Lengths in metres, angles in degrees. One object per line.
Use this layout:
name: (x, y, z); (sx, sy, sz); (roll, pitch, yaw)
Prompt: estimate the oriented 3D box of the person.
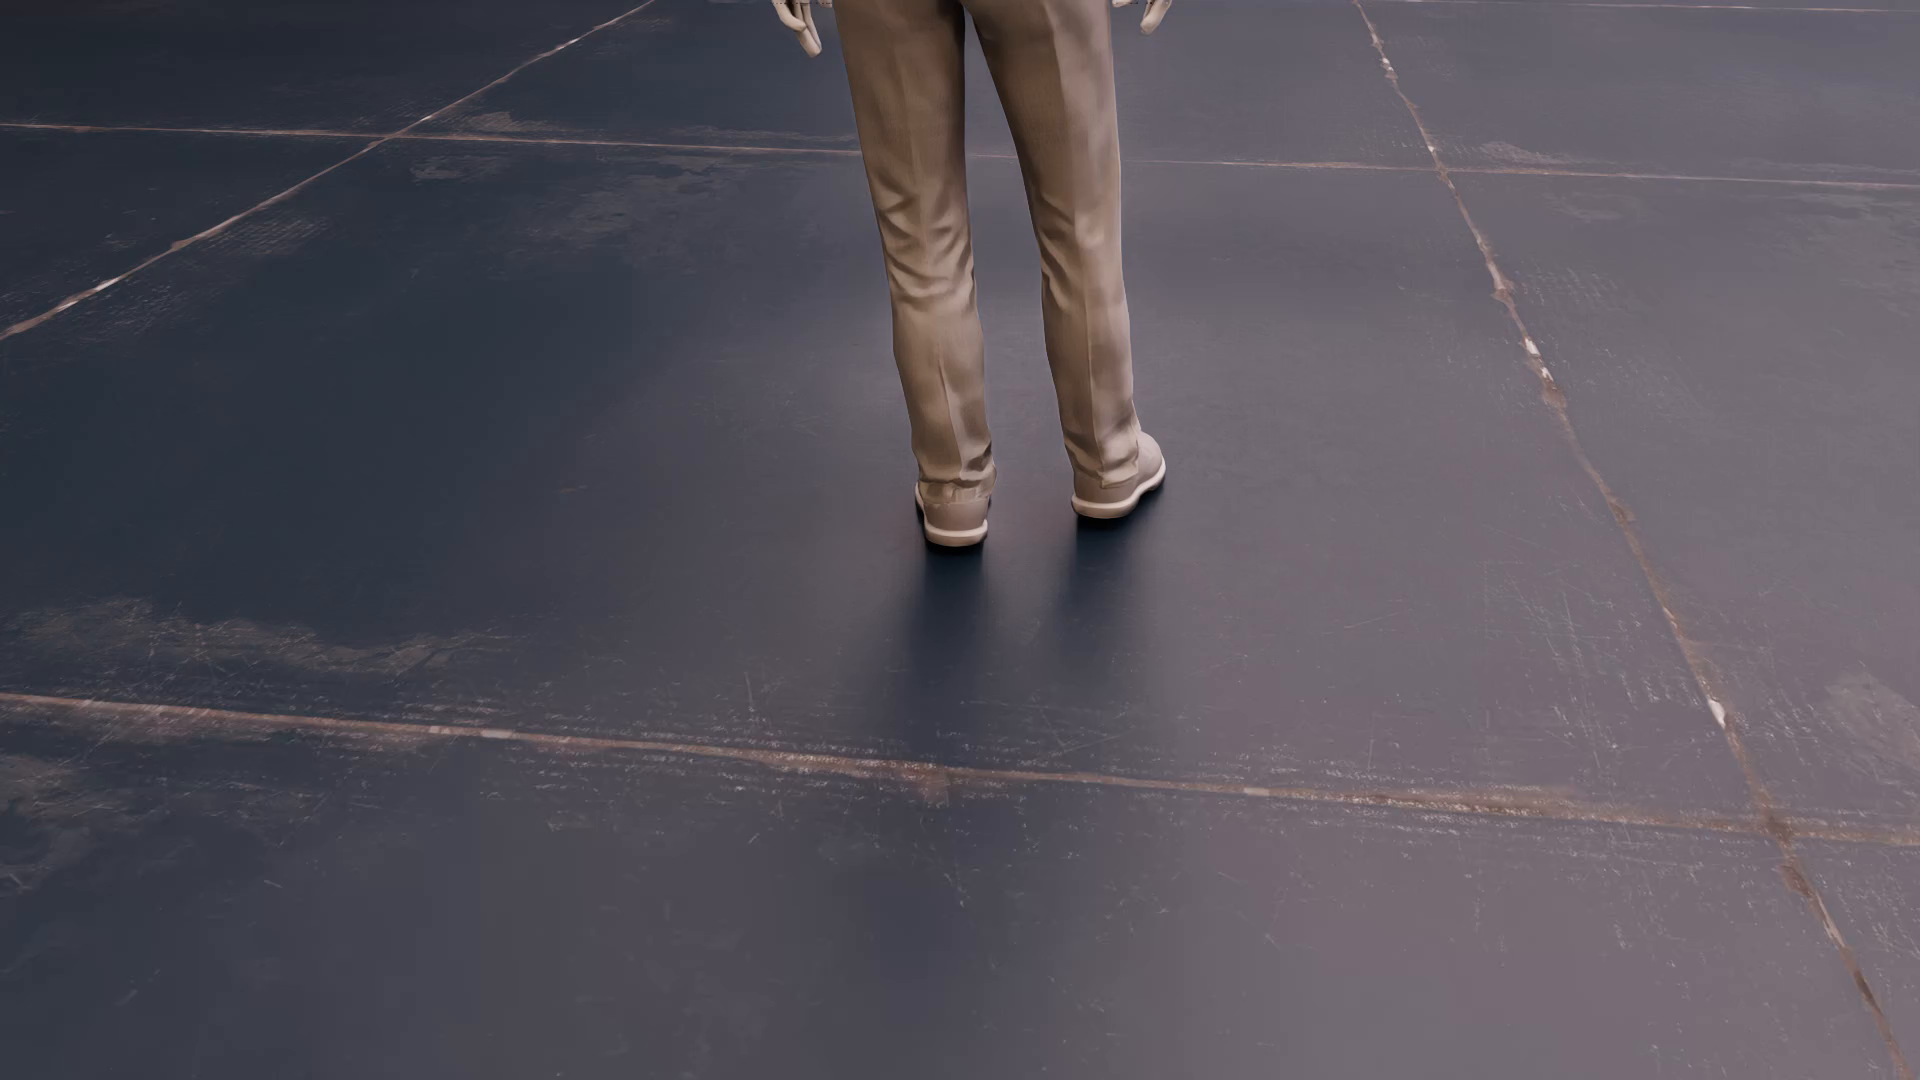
person: (0.015, -0.794, 2.177); (0.588, 1.696, 0.533); (3, 27, 7)
